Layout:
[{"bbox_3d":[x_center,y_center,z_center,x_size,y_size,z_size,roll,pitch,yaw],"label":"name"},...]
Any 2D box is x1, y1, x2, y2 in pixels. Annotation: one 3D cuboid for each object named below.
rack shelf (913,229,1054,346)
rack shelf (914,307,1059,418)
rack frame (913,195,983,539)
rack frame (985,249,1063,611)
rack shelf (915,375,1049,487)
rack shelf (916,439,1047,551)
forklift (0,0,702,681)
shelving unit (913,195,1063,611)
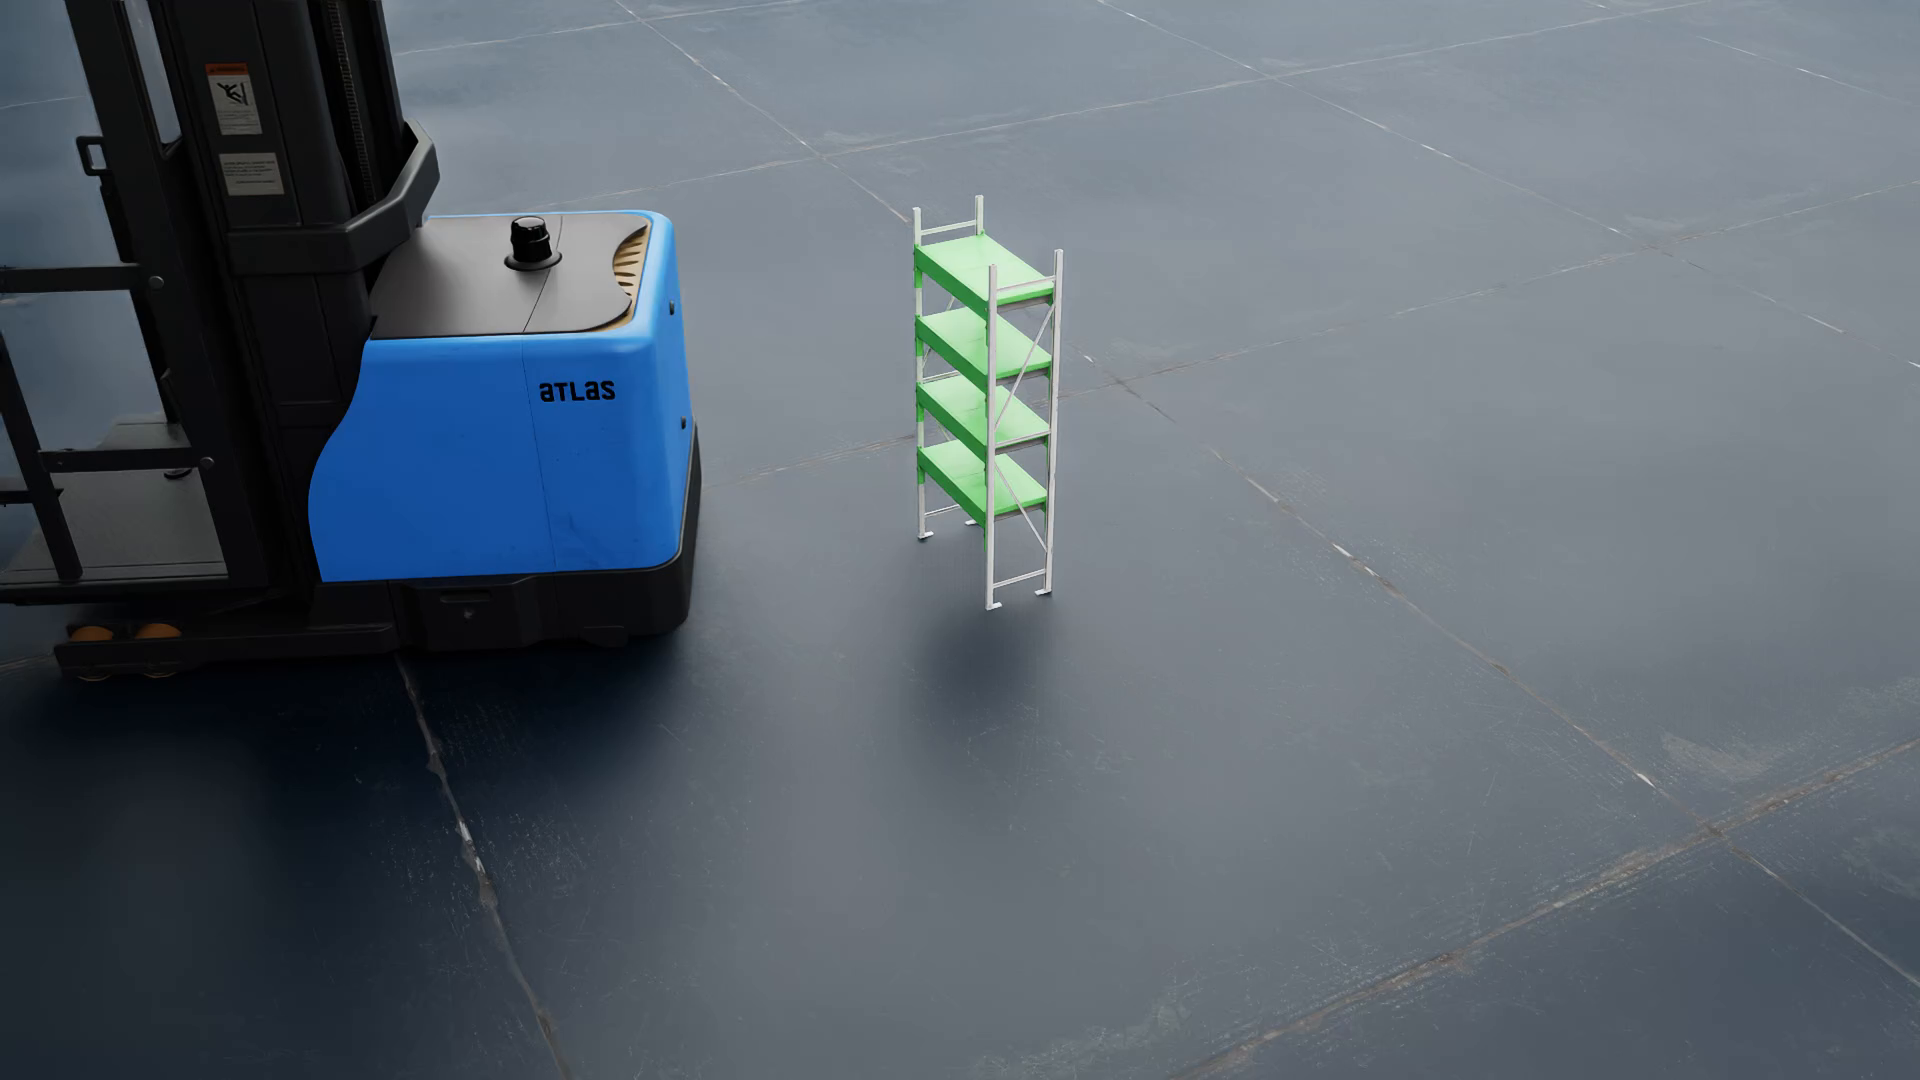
[{"bbox_3d":[0.077,-0.777,5.079,0.258,0.148,0.480,-16,36,-23],"label":"rack shelf"},{"bbox_3d":[0.077,-0.575,5.208,0.258,0.148,0.480,-16,36,-23],"label":"rack shelf"},{"bbox_3d":[-0.037,-0.543,5.485,0.240,1.200,0.015,-16,36,-23],"label":"rack frame"},{"bbox_3d":[0.191,-0.310,5.121,0.240,1.200,0.015,-16,36,-23],"label":"rack frame"},{"bbox_3d":[0.077,-0.372,5.337,0.258,0.148,0.480,-16,36,-23],"label":"rack shelf"},{"bbox_3d":[0.077,-0.170,5.467,0.258,0.148,0.480,-16,36,-23],"label":"rack shelf"},{"bbox_3d":[-2.401,-1.101,4.751,3.031,2.935,1.130,-2,33,-4],"label":"forklift"},{"bbox_3d":[0.077,-0.426,5.303,0.258,1.200,0.503,-16,36,-23],"label":"shelving unit"}]
